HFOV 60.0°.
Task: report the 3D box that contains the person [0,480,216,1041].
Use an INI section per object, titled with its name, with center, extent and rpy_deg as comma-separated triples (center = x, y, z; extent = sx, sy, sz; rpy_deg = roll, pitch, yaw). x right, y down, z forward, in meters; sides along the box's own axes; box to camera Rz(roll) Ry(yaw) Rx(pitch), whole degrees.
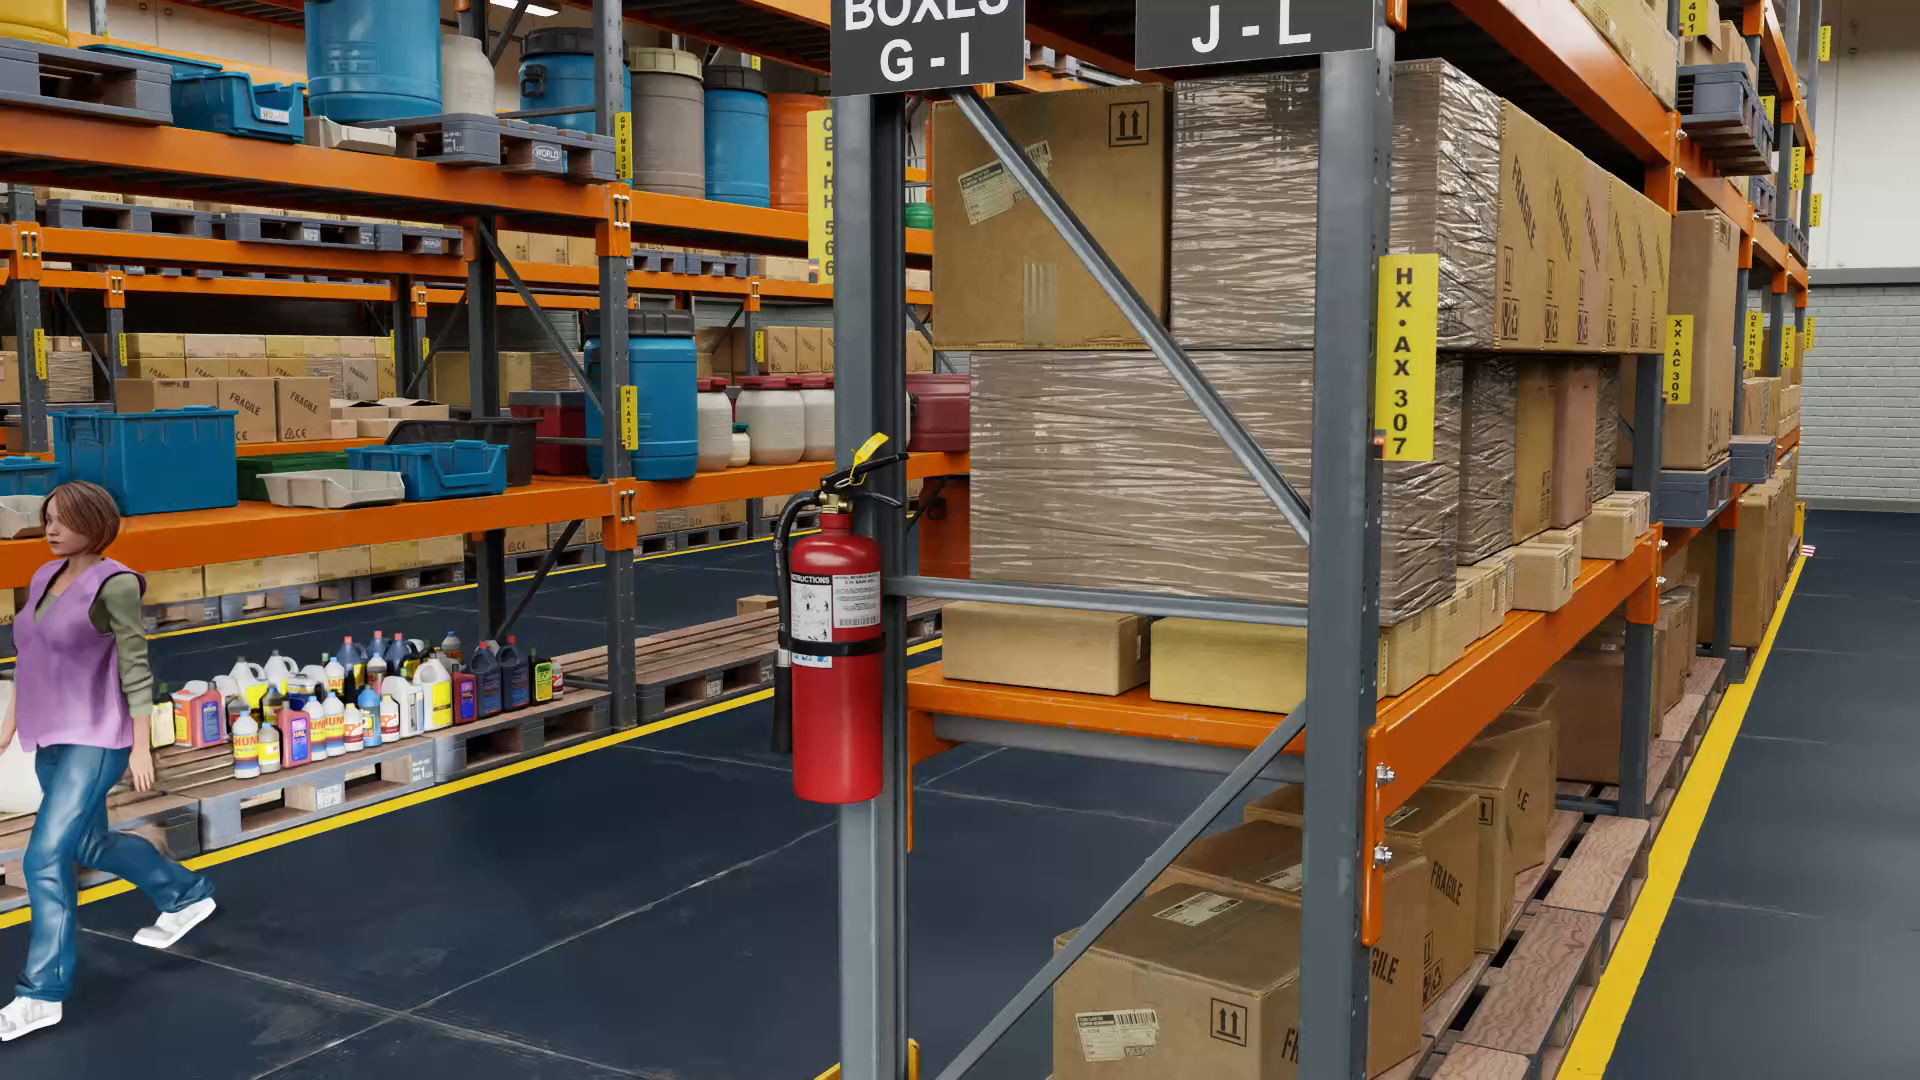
[person]
center = -2.613, 0.597, 4.954
extent = 0.421, 1.555, 0.874
rpy_deg = 3, 7, 29
